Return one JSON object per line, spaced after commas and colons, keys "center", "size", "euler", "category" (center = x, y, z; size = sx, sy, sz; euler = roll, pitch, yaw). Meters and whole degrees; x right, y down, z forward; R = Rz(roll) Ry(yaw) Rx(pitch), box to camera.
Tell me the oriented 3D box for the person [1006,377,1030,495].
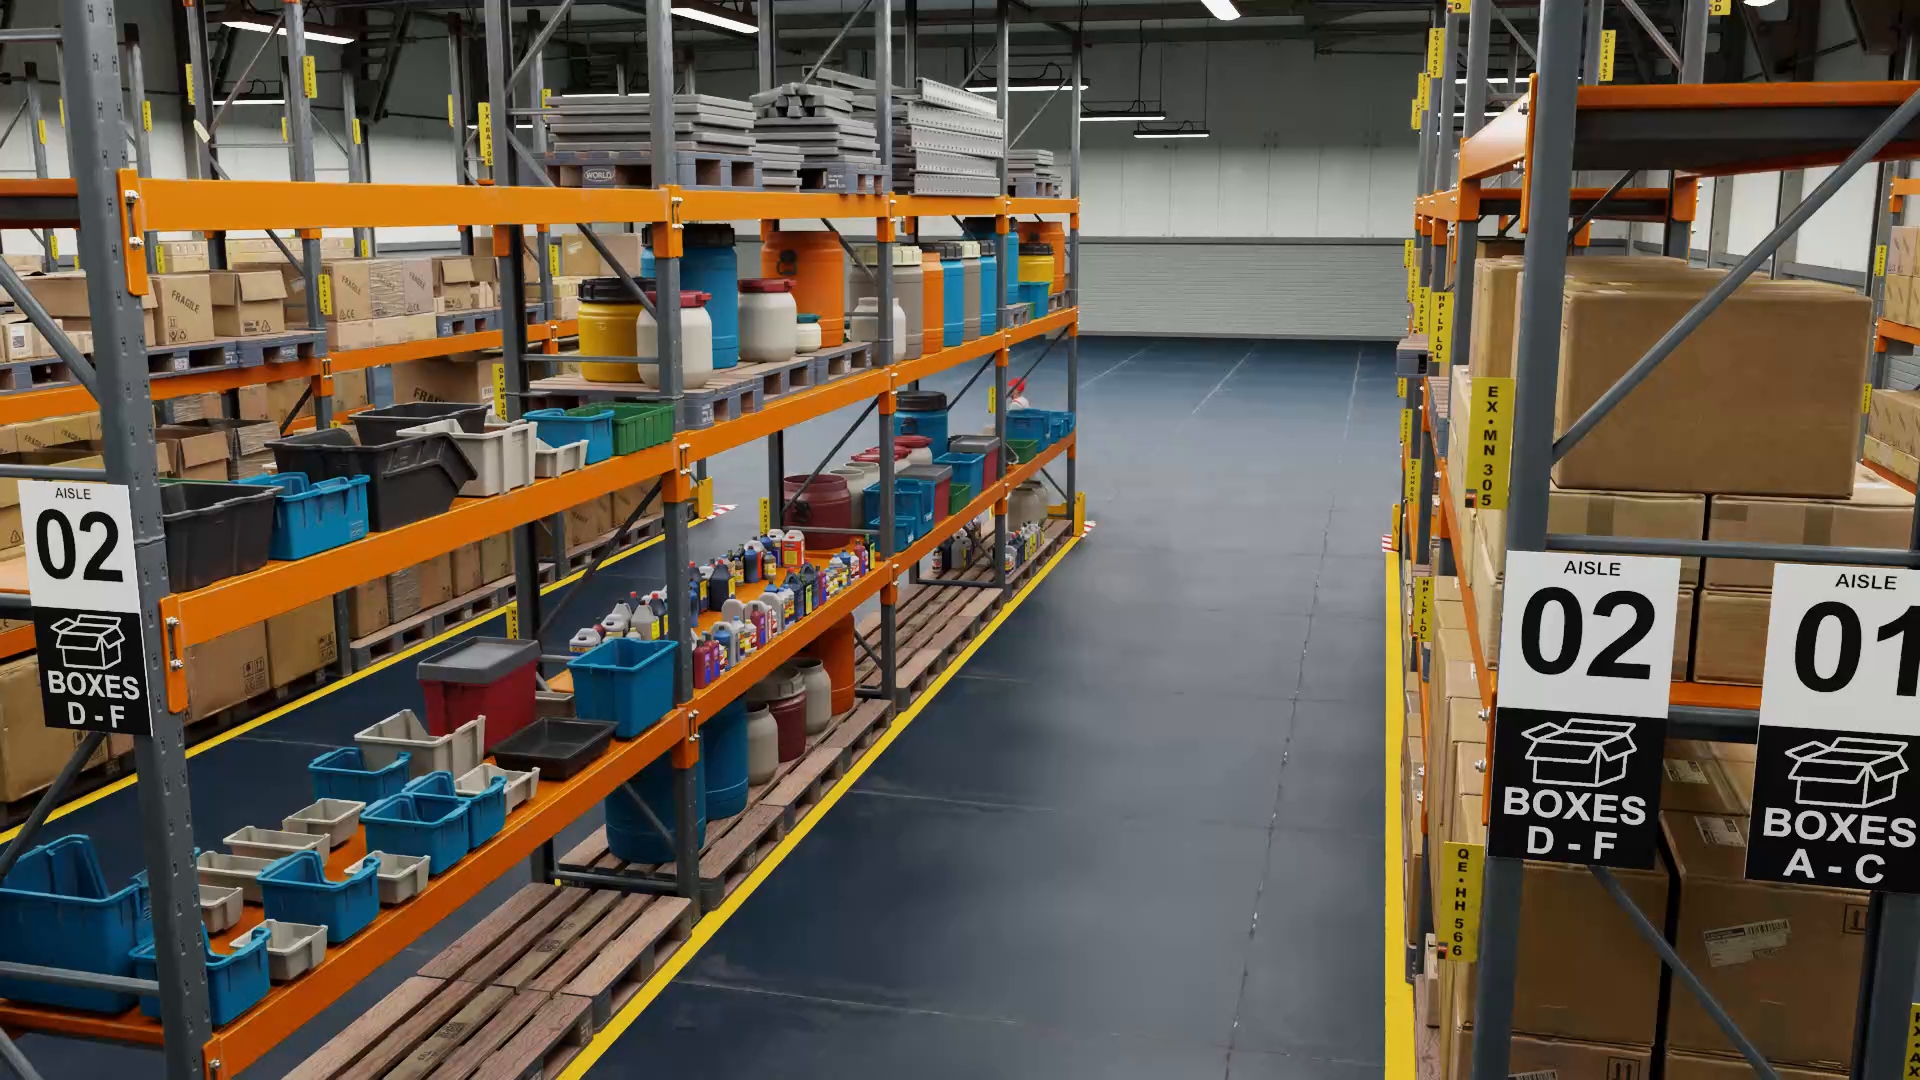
{"center": [0.747, -1.237, 22.077], "size": [0.517, 1.843, 0.617], "euler": [3, 12, 15], "category": "person"}
